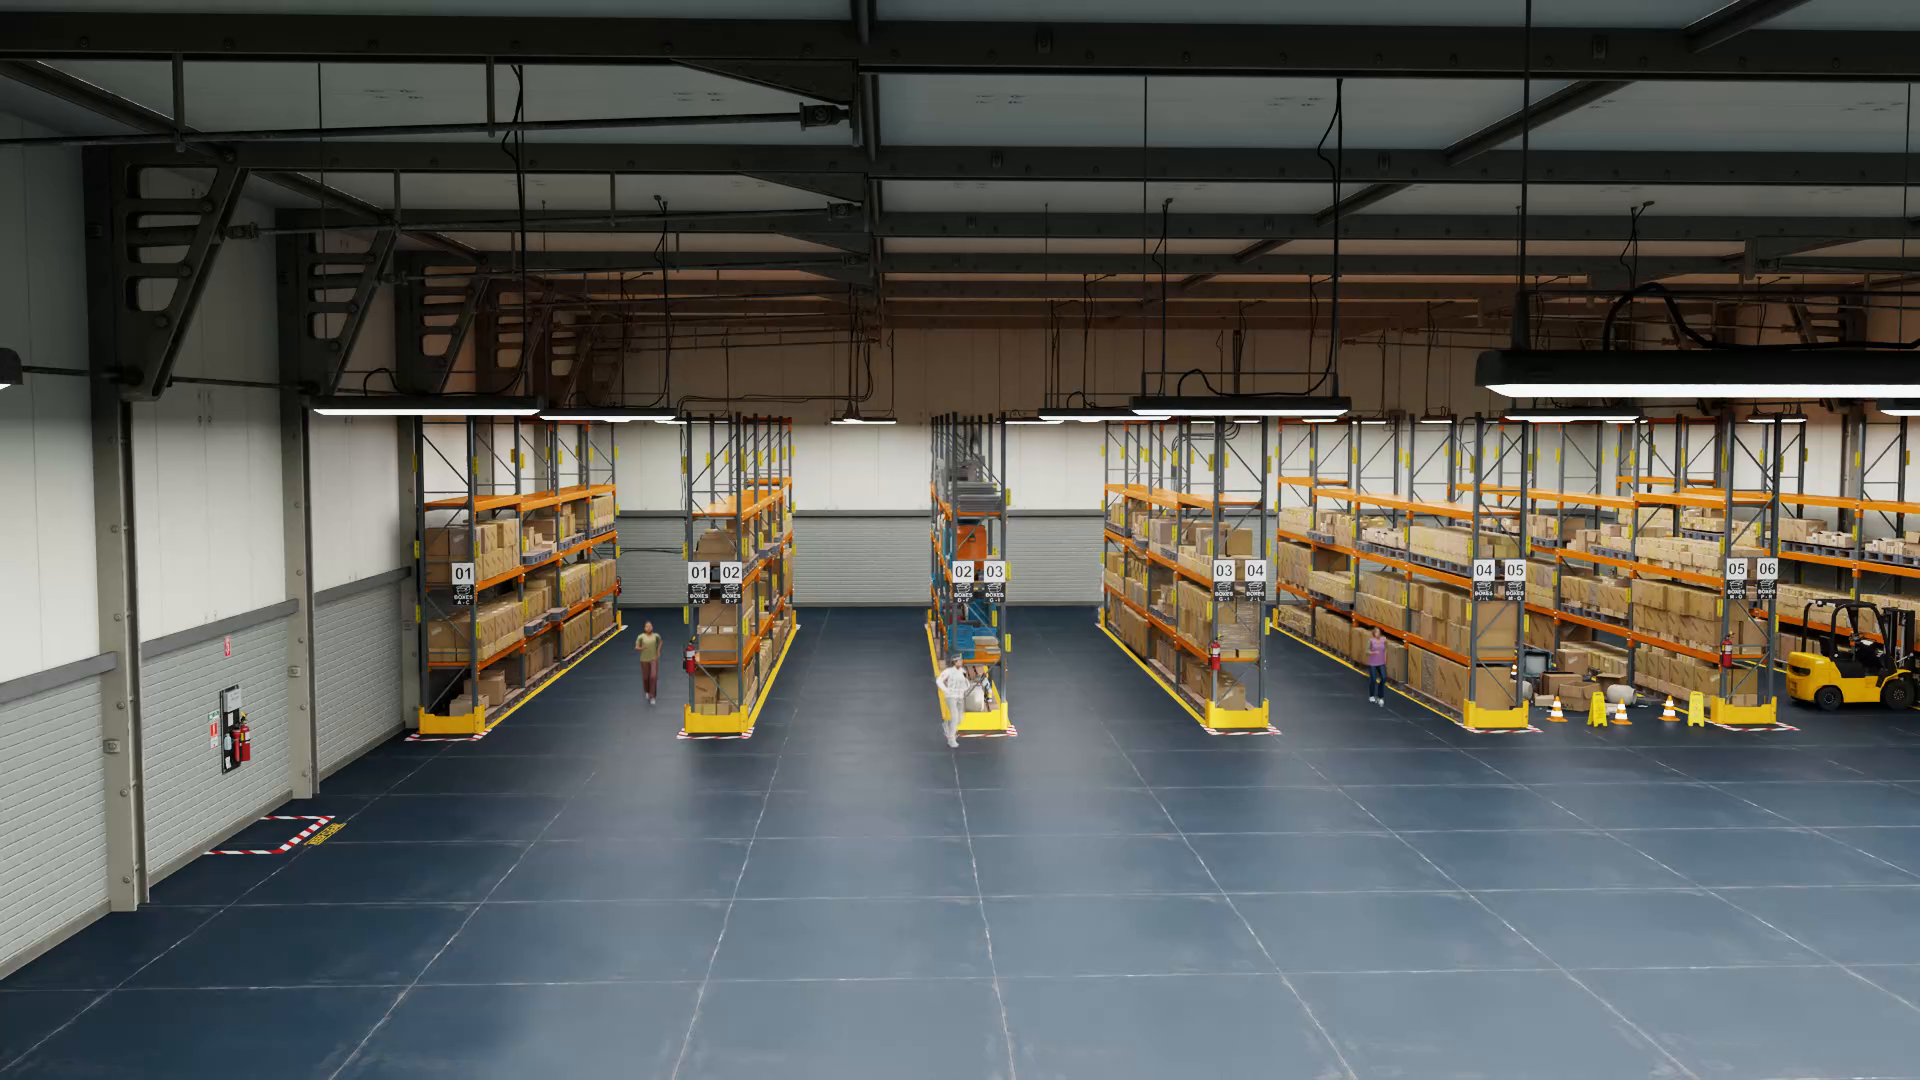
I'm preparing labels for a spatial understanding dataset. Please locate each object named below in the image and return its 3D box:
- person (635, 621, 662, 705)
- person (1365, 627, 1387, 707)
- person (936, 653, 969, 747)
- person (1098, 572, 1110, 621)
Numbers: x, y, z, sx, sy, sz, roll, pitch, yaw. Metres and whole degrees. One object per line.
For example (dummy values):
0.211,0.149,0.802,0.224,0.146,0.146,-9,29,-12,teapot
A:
-6.440,2.518,34.419,0.569,1.686,0.884,-1,4,-13,person
8.573,2.597,34.181,0.518,1.630,0.665,0,4,-2,person
-0.095,2.873,30.170,0.646,1.659,0.781,-3,5,-39,person
4.351,1.524,48.872,0.606,1.735,0.643,0,4,6,person
